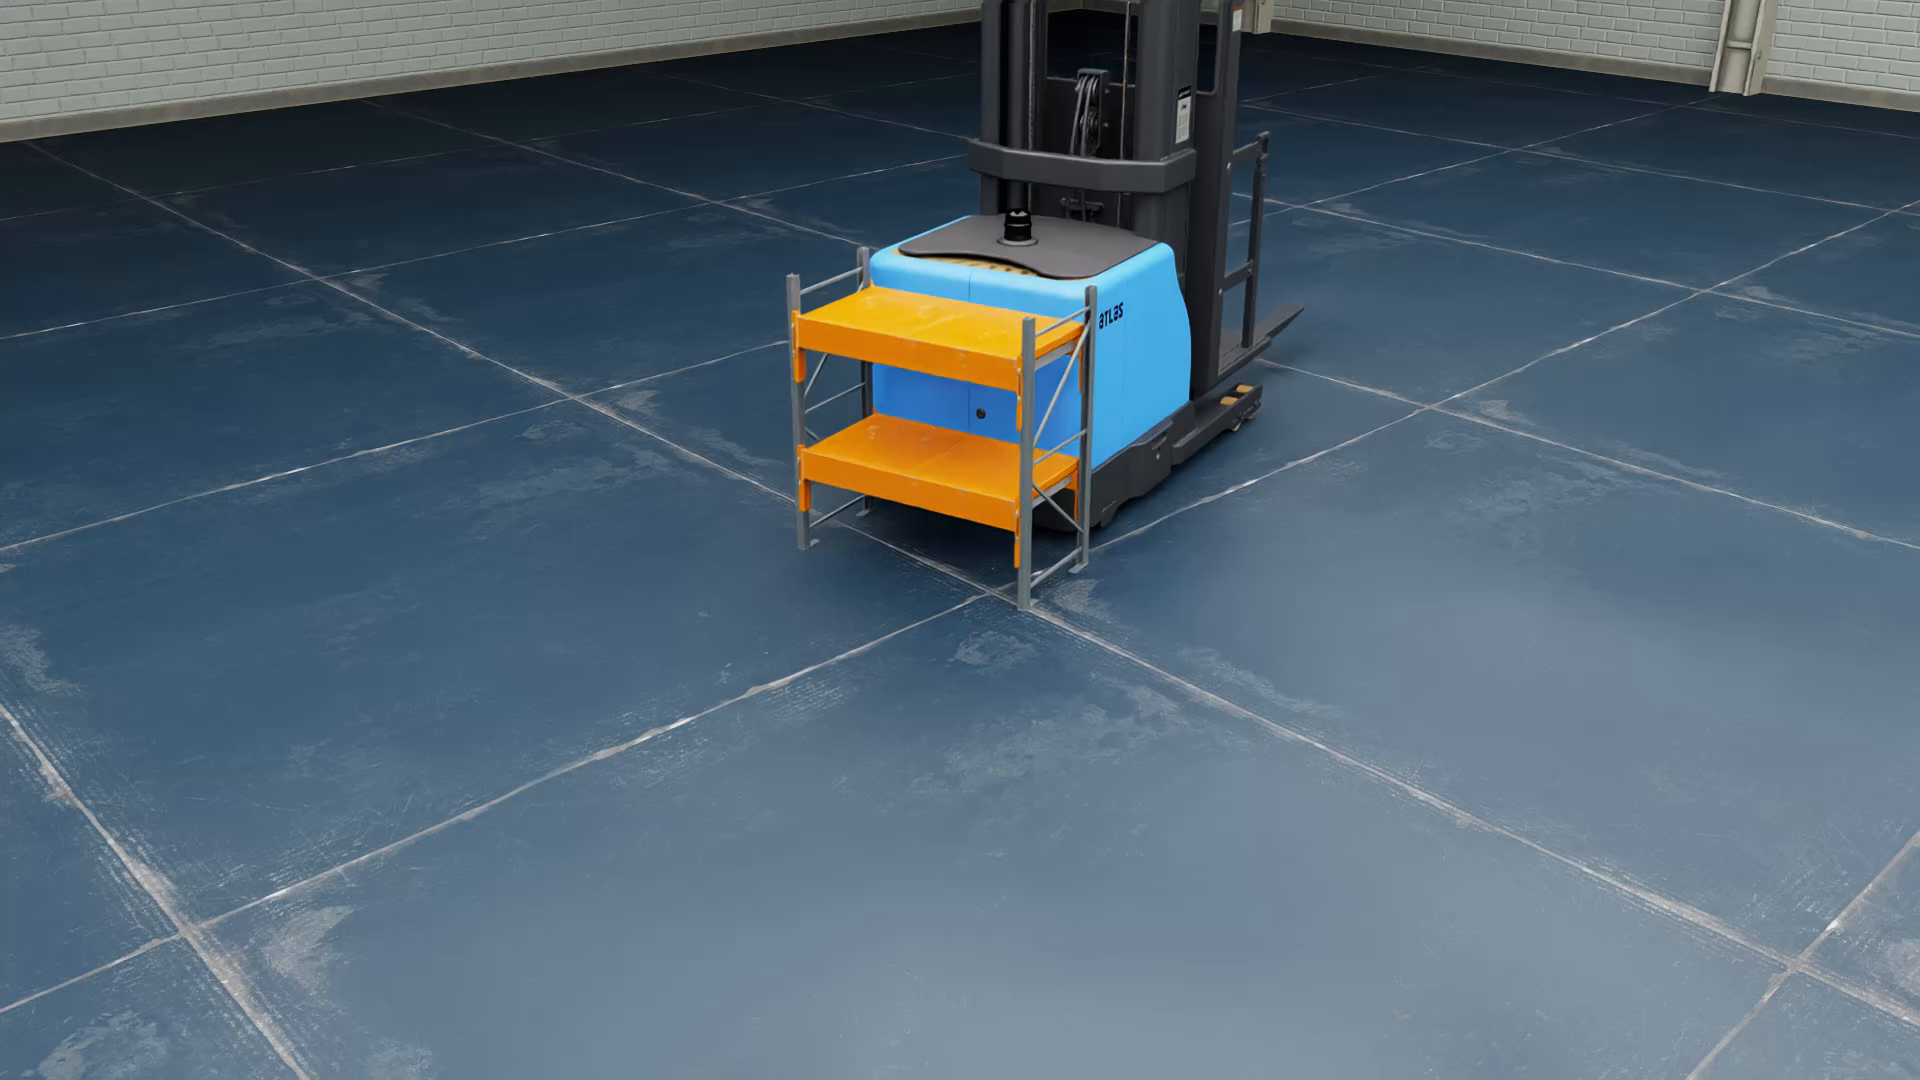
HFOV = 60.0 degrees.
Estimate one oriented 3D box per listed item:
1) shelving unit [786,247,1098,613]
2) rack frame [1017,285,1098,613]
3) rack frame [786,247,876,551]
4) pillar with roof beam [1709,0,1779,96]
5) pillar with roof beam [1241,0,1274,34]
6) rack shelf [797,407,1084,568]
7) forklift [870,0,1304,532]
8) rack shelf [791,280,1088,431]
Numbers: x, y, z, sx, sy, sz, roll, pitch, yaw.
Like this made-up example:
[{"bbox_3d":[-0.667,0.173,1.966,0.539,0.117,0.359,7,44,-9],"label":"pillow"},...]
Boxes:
[{"bbox_3d":[-0.073,-0.445,6.370,1.048,1.125,0.538,15,28,29],"label":"shelving unit"},{"bbox_3d":[0.358,-0.333,6.124,0.032,1.125,0.500,15,28,29],"label":"rack frame"},{"bbox_3d":[-0.503,-0.557,6.616,0.032,1.125,0.500,15,28,29],"label":"rack frame"},{"bbox_3d":[4.548,-7.323,11.959,9.100,9.000,0.400,-21,32,-38],"label":"pillar with roof beam"},{"bbox_3d":[0.447,-9.140,15.944,9.100,9.000,0.400,-21,32,-38],"label":"pillar with roof beam"},{"bbox_3d":[-0.073,-0.222,6.472,1.000,0.278,0.538,15,28,29],"label":"rack shelf"},{"bbox_3d":[0.804,-1.934,7.459,1.130,2.935,3.031,14,28,28],"label":"forklift"},{"bbox_3d":[-0.073,-0.711,6.249,1.000,0.278,0.538,15,28,29],"label":"rack shelf"}]
